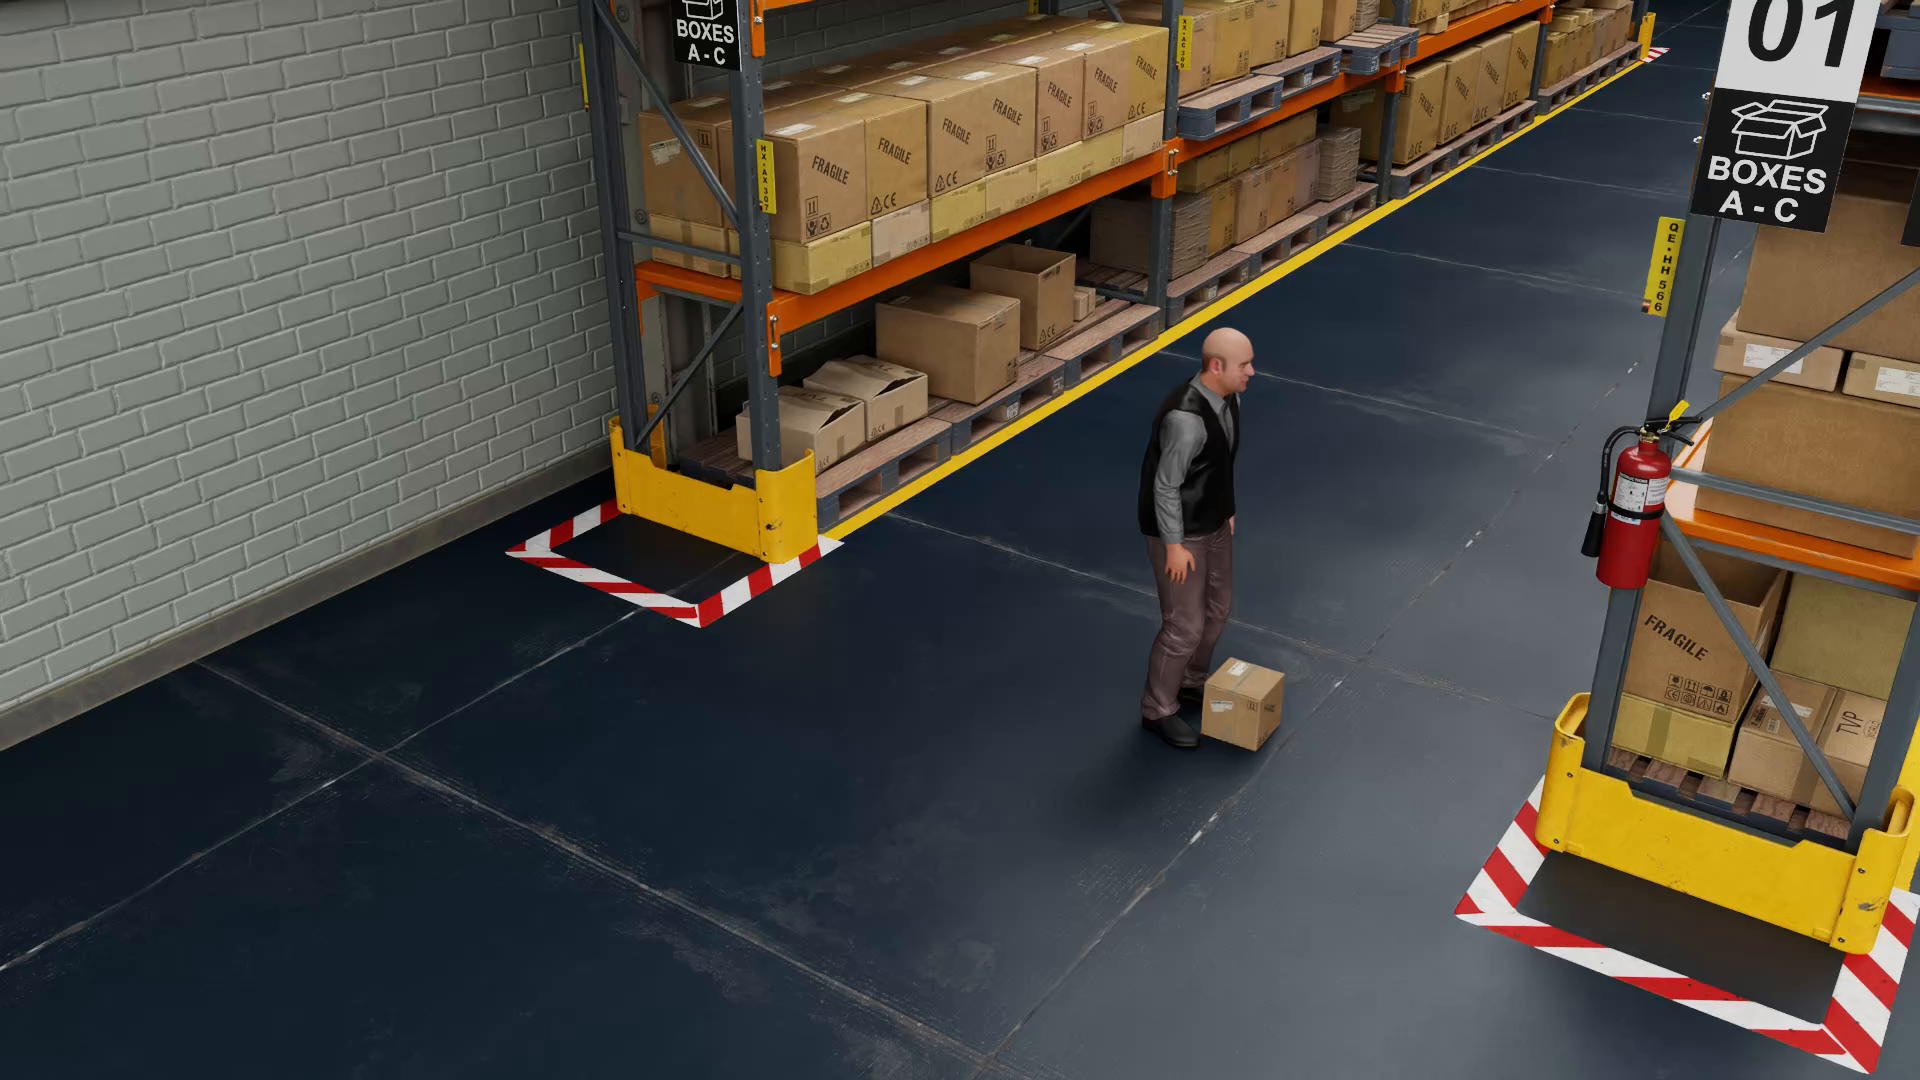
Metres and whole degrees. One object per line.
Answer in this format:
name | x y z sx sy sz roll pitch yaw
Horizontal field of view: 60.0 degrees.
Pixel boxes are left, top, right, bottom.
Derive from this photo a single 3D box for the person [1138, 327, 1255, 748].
person | 0.941 -0.044 6.733 0.425 1.719 0.581 15 31 28
